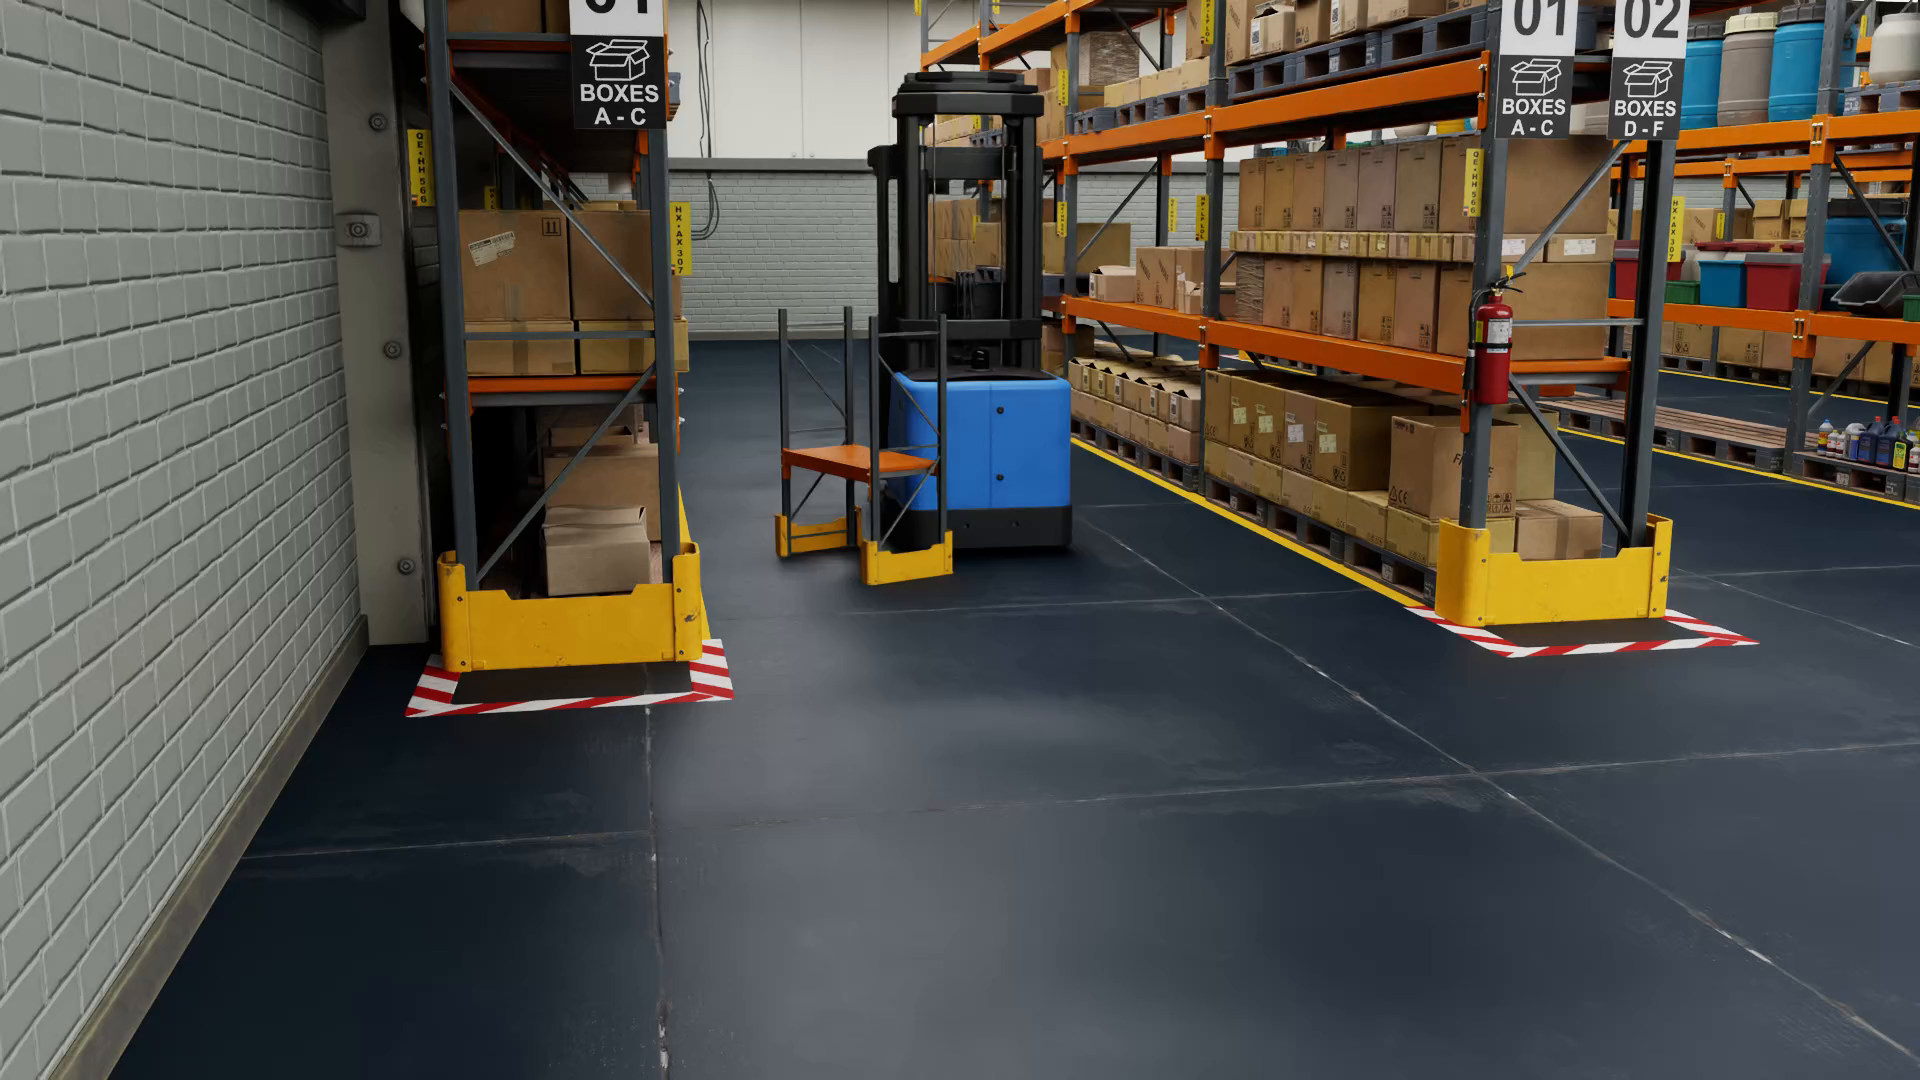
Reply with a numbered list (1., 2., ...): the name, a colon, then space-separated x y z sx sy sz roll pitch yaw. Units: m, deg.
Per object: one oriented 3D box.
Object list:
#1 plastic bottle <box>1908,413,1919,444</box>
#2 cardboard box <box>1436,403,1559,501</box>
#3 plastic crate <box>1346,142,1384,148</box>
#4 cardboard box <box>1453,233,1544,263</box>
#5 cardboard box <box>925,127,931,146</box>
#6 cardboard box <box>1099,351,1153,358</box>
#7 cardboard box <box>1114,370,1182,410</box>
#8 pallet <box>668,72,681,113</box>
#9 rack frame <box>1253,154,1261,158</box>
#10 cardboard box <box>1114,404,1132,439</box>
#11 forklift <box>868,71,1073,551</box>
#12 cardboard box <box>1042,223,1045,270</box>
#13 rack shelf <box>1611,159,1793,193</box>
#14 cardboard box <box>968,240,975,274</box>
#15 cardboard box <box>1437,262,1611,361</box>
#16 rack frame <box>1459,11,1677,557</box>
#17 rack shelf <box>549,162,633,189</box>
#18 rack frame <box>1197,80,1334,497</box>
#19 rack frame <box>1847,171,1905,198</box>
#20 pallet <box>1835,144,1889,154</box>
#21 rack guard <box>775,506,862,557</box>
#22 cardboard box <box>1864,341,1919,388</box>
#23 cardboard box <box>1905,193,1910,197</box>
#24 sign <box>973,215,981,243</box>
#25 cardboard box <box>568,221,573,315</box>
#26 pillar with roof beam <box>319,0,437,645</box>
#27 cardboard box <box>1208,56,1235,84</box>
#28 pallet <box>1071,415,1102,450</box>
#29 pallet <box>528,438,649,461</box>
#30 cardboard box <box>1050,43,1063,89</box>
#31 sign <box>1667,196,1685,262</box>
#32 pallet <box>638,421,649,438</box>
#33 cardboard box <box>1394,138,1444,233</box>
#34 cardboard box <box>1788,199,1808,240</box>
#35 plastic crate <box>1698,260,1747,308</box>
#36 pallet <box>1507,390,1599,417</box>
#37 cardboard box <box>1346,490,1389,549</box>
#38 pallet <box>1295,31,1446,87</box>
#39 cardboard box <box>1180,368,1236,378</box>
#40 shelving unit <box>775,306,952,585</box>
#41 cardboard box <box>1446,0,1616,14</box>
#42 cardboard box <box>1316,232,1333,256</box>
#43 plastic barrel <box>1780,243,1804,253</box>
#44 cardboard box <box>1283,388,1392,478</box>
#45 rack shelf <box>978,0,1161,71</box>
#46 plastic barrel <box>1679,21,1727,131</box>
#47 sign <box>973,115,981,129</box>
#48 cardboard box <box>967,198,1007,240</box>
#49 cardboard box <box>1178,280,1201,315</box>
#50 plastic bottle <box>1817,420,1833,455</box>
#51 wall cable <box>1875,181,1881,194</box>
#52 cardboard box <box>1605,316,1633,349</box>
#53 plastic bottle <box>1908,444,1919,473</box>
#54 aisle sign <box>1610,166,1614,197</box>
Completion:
1. plastic bottle: 7.415 -0.806 12.816 0.144 0.351 0.185 -2 11 -11
2. cardboard box: 3.081 -0.513 9.594 0.500 0.500 0.500 -2 11 -11
3. plastic crate: 5.213 -4.907 21.001 0.450 0.188 0.662 -2 11 -11
4. cardboard box: 2.805 -1.522 8.667 0.380 0.149 0.250 -2 11 -12
5. cardboard box: -0.201 -5.567 22.965 0.500 0.250 0.500 -2 11 -11
6. cardboard box: 1.702 -1.640 16.800 0.500 0.500 0.500 -2 11 -9
7. cardboard box: 1.632 -1.298 14.227 0.500 0.311 0.500 -2 11 -12
8. pallet: -2.585 -3.142 11.662 1.213 0.211 1.003 -2 11 -11
9. rack frame: 4.814 -4.205 24.766 1.000 3.000 0.127 -2 11 -11
10. cardboard box: 1.629 -1.026 14.293 0.500 0.250 0.500 -2 11 -10
11. forklift: -0.035 -1.603 11.278 1.130 2.935 3.031 -2 11 -8
12. cardboard box: 1.137 -3.225 18.229 0.700 0.500 0.500 -5 12 -25
13. rack shelf: 10.061 -5.138 23.572 1.077 0.370 4.000 -2 11 -11
14. cardboard box: 0.384 -3.423 20.392 0.500 0.500 0.500 -2 11 -10
15. cardboard box: 2.988 -1.226 8.848 0.700 0.500 0.500 -2 11 -11
16. rack frame: 3.067 -1.091 8.405 1.000 3.000 0.127 -2 11 -11
17. rack shelf: -4.515 -4.598 20.732 1.077 0.370 4.000 -2 11 -11
18. rack frame: 2.289 -1.824 12.260 1.000 3.000 0.127 -2 11 -11
19. rack frame: 14.557 -4.547 26.562 1.000 3.000 0.127 -2 11 -11
20. pallet: 10.831 -4.620 19.428 1.003 0.211 1.213 -2 11 -8
21. rack guard: -0.874 -0.056 10.325 0.587 0.250 0.087 -8 13 -34
22. cardboard box: 11.115 -2.208 18.832 1.225 0.875 0.875 -3 11 -14
23. cardboard box: 14.568 -4.953 24.958 0.500 0.500 0.500 -2 11 -12
24. sign: 0.202 -3.696 19.777 0.100 0.325 0.005 -2 11 -11
25. cardboard box: -2.180 -1.386 8.298 0.500 0.500 0.500 -2 11 -10
26. pillar with roof beam: 1.446 -4.111 8.226 9.100 9.000 0.400 -2 11 -11
27. cardboard box: 2.178 -3.544 12.550 0.500 0.250 0.500 -1 11 -5
28. pallet: 1.632 -1.036 15.574 1.003 0.211 1.213 -2 11 -11
29. pallet: -2.963 -0.641 13.498 1.003 0.211 1.213 -2 11 -11
30. cardboard box: 1.234 -4.839 17.135 0.500 0.500 0.500 -2 11 -11
31. sign: 3.612 -1.574 8.417 0.100 0.325 0.005 -2 11 -11
32. pallet: -3.197 -0.864 14.671 1.003 0.211 1.213 -2 11 -11
33. cardboard box: 2.870 -1.969 9.284 0.700 0.500 0.500 -2 11 -12
34. cardboard box: 10.705 -3.950 20.477 0.797 0.503 0.637 -2 11 -10
35. plastic crate: 6.628 -2.187 14.207 0.392 0.384 0.575 -2 11 -11
36. pallet: 6.176 -1.511 18.069 1.003 0.211 1.213 -2 11 -11
37. cardboard box: 2.563 -0.125 9.563 0.500 0.250 0.500 -2 11 -11
38. pallet: 2.714 -2.876 9.997 1.003 0.211 1.213 -2 11 -11
39. cardboard box: 2.152 -1.322 14.352 0.500 0.311 0.500 -2 11 -9
40. shelving unit: -0.587 -0.594 9.808 0.587 1.500 1.083 -8 13 -34
41. cardboard box: 2.959 -2.996 8.617 0.797 0.503 0.637 -1 11 -7
42. cardboard box: 2.456 -1.852 10.402 0.380 0.149 0.250 -2 11 -11
43. plastic barrel: 7.177 -2.254 14.154 0.433 0.535 0.433 0 11 0
44. cardboard box: 2.365 -0.677 10.456 0.500 0.500 0.500 -2 11 -11
45. rack shelf: 1.122 -5.322 17.585 1.077 0.370 4.000 -2 11 -11
46. plastic barrel: 6.582 -4.049 14.584 0.600 0.901 0.708 -2 11 -11
47. sign: 0.202 -4.998 19.529 0.100 0.325 0.005 -2 11 -11
48. cardboard box: 0.380 -3.915 20.303 0.500 0.500 0.500 -2 11 -11
49. cardboard box: 1.937 -1.913 13.084 0.396 0.266 0.258 -2 11 -12
50. plastic bottle: 6.780 -0.805 13.026 0.097 0.271 0.097 0 11 0
51. wall cable: 18.274 -6.293 32.937 0.585 1.953 0.123 -2 11 -11
52. cardboard box: 10.052 -3.266 24.393 0.875 0.875 0.875 -2 11 -11
53. plastic bottle: 6.967 -0.595 12.107 0.097 0.201 0.097 0 11 0
54. aisle sign: 9.953 -5.686 25.596 0.394 0.787 0.004 -2 11 -11
